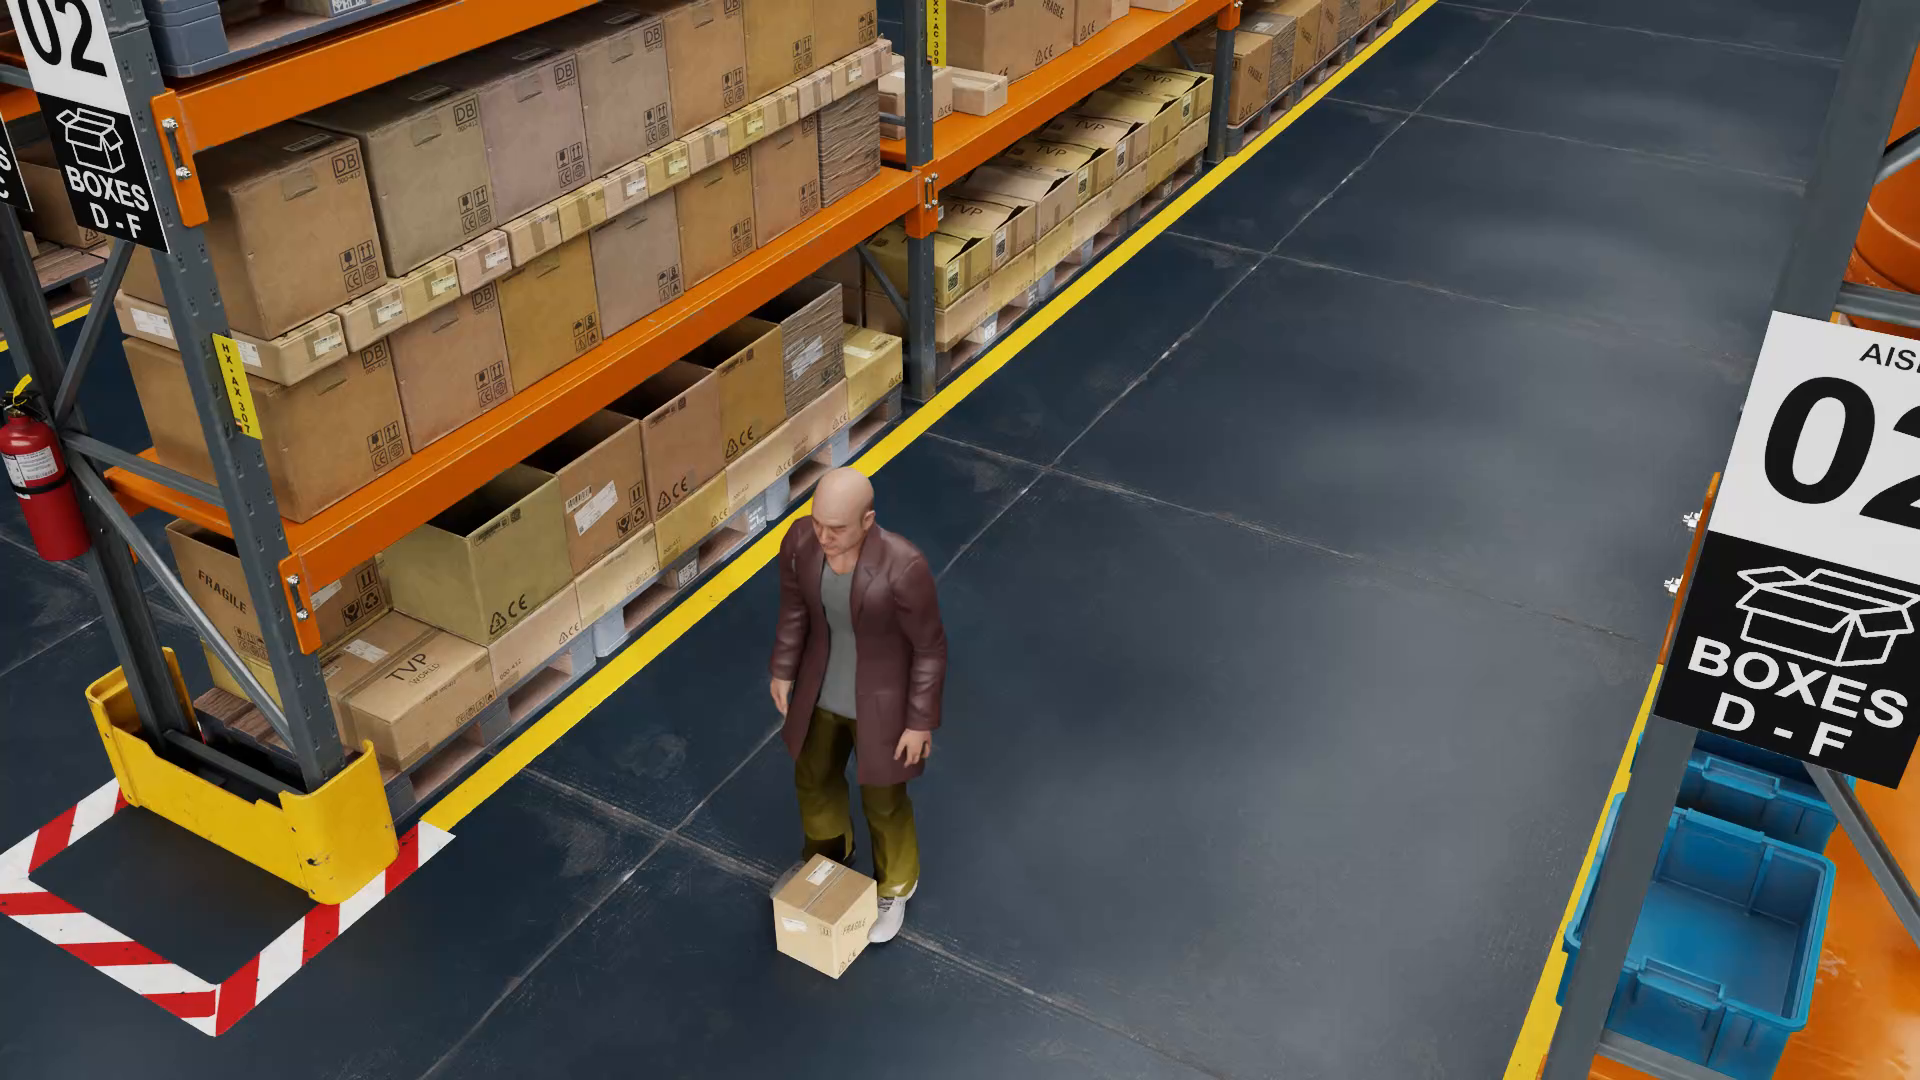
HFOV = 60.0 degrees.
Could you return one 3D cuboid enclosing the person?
[{"bbox_3d":[-0.341,0.513,5.386,0.644,1.774,0.427,18,38,25],"label":"person"}]
